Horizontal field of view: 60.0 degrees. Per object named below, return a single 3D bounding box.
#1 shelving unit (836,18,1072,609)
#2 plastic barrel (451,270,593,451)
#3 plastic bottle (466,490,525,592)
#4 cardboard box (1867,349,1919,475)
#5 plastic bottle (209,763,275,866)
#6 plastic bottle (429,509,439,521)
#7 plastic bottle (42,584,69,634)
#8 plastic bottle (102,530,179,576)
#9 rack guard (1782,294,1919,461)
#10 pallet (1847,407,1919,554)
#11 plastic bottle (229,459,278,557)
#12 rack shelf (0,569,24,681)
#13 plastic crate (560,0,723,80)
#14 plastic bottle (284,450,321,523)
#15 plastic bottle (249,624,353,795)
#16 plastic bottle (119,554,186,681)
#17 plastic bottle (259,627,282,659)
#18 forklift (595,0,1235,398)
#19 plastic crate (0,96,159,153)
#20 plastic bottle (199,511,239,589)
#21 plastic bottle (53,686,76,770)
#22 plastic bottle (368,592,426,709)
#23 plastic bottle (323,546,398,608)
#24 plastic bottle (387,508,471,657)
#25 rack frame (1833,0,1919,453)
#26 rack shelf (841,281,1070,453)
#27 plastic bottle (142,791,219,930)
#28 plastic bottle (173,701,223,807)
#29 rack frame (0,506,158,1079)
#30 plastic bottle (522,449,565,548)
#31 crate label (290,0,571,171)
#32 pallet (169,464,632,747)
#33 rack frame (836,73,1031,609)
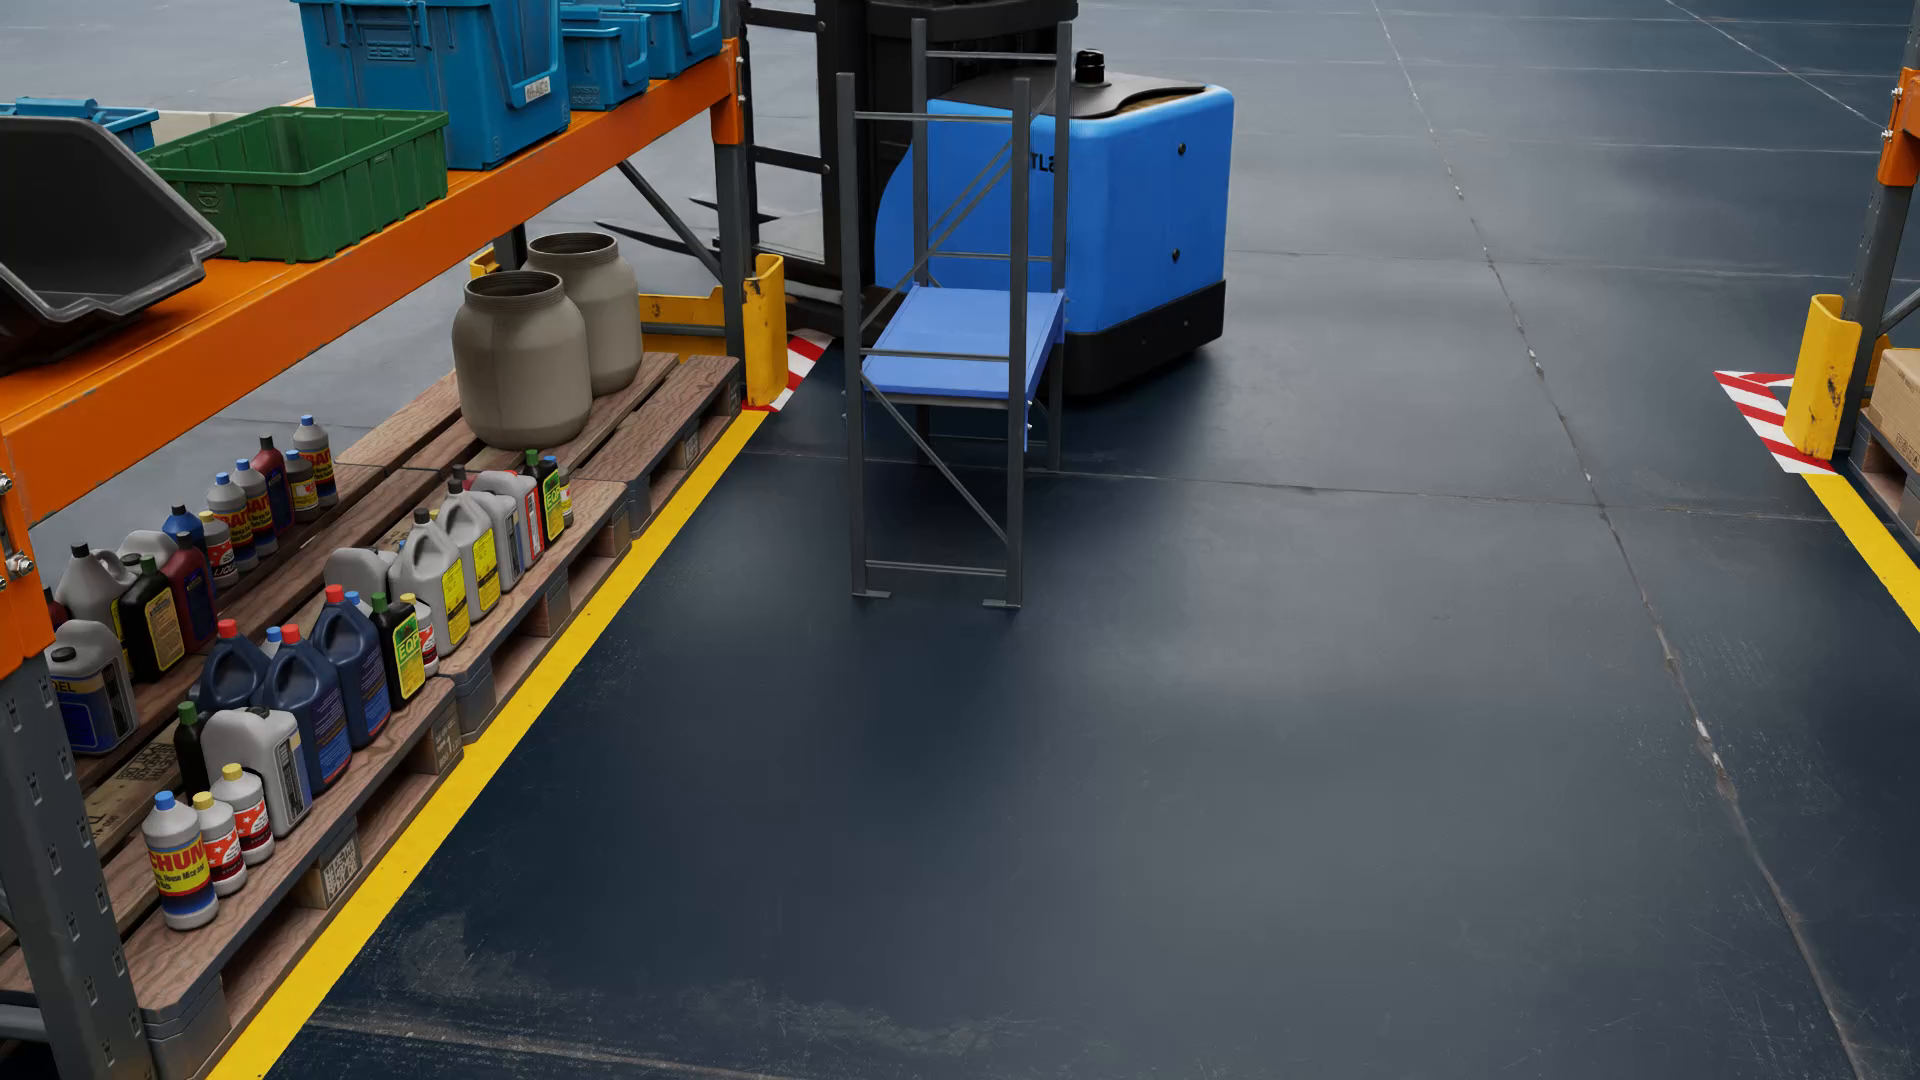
[{"bbox_3d":[0.014,-0.715,5.008,0.538,1.500,1.048,4,25,9],"label":"shelving unit"},{"bbox_3d":[-1.420,-0.584,5.398,0.421,0.512,0.421,0,25,0],"label":"plastic barrel"},{"bbox_3d":[-1.265,-0.016,4.440,0.152,0.276,0.135,3,25,7],"label":"plastic bottle"},{"bbox_3d":[3.273,-0.402,5.318,0.500,0.250,0.500,4,25,9],"label":"cardboard box"},{"bbox_3d":[-1.442,0.542,3.335,0.097,0.201,0.097,0,25,0],"label":"plastic bottle"},{"bbox_3d":[-1.391,0.017,4.458,0.097,0.201,0.097,0,25,0],"label":"plastic bottle"},{"bbox_3d":[-2.122,0.253,3.857,0.061,0.283,0.133,6,26,12],"label":"plastic bottle"},{"bbox_3d":[-2.025,0.124,4.140,0.152,0.276,0.135,4,25,9],"label":"plastic bottle"},{"bbox_3d":[3.584,-0.544,5.822,1.175,0.500,0.348,4,25,9],"label":"rack guard"},{"bbox_3d":[3.496,-0.080,5.172,1.003,0.211,1.213,4,25,9],"label":"pallet"},{"bbox_3d":[-1.966,-0.094,4.612,0.097,0.271,0.097,0,25,0],"label":"plastic bottle"},{"bbox_3d":[-2.287,0.825,0.799,1.077,0.370,4.000,4,25,9],"label":"rack shelf"},{"bbox_3d":[-1.093,-1.713,5.547,0.499,0.251,0.616,4,25,9],"label":"plastic crate"},{"bbox_3d":[-1.927,-0.163,4.841,0.097,0.201,0.097,0,25,0],"label":"plastic bottle"},{"bbox_3d":[-1.419,0.354,3.561,0.144,0.351,0.185,5,25,10],"label":"plastic bottle"},{"bbox_3d":[-1.950,0.185,4.002,0.061,0.283,0.133,4,25,9],"label":"plastic bottle"},{"bbox_3d":[-1.514,0.321,3.726,0.097,0.271,0.097,0,25,0],"label":"plastic bottle"},{"bbox_3d":[-0.372,-2.363,6.841,3.031,2.935,1.130,19,31,35],"label":"forklift"},{"bbox_3d":[-2.047,-0.752,3.494,0.499,0.251,0.616,4,25,9],"label":"plastic crate"},{"bbox_3d":[-1.999,0.021,4.449,0.097,0.201,0.097,0,25,0],"label":"plastic bottle"},{"bbox_3d":[-1.997,0.383,3.498,0.144,0.351,0.185,4,25,9],"label":"plastic bottle"},{"bbox_3d":[-1.320,0.239,3.886,0.061,0.283,0.133,5,26,11],"label":"plastic bottle"},{"bbox_3d":[-1.469,0.131,4.125,0.152,0.276,0.135,4,25,9],"label":"plastic bottle"},{"bbox_3d":[-1.319,0.097,4.110,0.144,0.351,0.185,4,25,8],"label":"plastic bottle"},{"bbox_3d":[3.580,-1.666,5.271,1.000,3.000,0.127,4,25,9],"label":"rack frame"},{"bbox_3d":[0.014,-0.552,5.085,0.538,0.185,1.000,4,25,9],"label":"rack shelf"},{"bbox_3d":[-1.476,0.596,3.138,0.097,0.271,0.097,0,25,0],"label":"plastic bottle"},{"bbox_3d":[-1.555,0.446,3.444,0.061,0.283,0.133,4,25,9],"label":"plastic bottle"},{"bbox_3d":[-1.963,-0.338,2.434,0.949,2.616,0.053,4,25,9],"label":"rack frame"},{"bbox_3d":[-1.175,-0.131,4.677,0.061,0.283,0.133,5,25,10],"label":"plastic bottle"},{"bbox_3d":[-1.340,-1.238,4.315,0.502,0.435,0.616,4,25,9],"label":"crate label"},{"bbox_3d":[-1.612,0.135,4.712,1.003,0.211,1.213,4,25,9],"label":"pallet"},{"bbox_3d":[-0.069,-0.502,4.554,0.500,1.500,0.032,4,25,9],"label":"rack frame"}]
